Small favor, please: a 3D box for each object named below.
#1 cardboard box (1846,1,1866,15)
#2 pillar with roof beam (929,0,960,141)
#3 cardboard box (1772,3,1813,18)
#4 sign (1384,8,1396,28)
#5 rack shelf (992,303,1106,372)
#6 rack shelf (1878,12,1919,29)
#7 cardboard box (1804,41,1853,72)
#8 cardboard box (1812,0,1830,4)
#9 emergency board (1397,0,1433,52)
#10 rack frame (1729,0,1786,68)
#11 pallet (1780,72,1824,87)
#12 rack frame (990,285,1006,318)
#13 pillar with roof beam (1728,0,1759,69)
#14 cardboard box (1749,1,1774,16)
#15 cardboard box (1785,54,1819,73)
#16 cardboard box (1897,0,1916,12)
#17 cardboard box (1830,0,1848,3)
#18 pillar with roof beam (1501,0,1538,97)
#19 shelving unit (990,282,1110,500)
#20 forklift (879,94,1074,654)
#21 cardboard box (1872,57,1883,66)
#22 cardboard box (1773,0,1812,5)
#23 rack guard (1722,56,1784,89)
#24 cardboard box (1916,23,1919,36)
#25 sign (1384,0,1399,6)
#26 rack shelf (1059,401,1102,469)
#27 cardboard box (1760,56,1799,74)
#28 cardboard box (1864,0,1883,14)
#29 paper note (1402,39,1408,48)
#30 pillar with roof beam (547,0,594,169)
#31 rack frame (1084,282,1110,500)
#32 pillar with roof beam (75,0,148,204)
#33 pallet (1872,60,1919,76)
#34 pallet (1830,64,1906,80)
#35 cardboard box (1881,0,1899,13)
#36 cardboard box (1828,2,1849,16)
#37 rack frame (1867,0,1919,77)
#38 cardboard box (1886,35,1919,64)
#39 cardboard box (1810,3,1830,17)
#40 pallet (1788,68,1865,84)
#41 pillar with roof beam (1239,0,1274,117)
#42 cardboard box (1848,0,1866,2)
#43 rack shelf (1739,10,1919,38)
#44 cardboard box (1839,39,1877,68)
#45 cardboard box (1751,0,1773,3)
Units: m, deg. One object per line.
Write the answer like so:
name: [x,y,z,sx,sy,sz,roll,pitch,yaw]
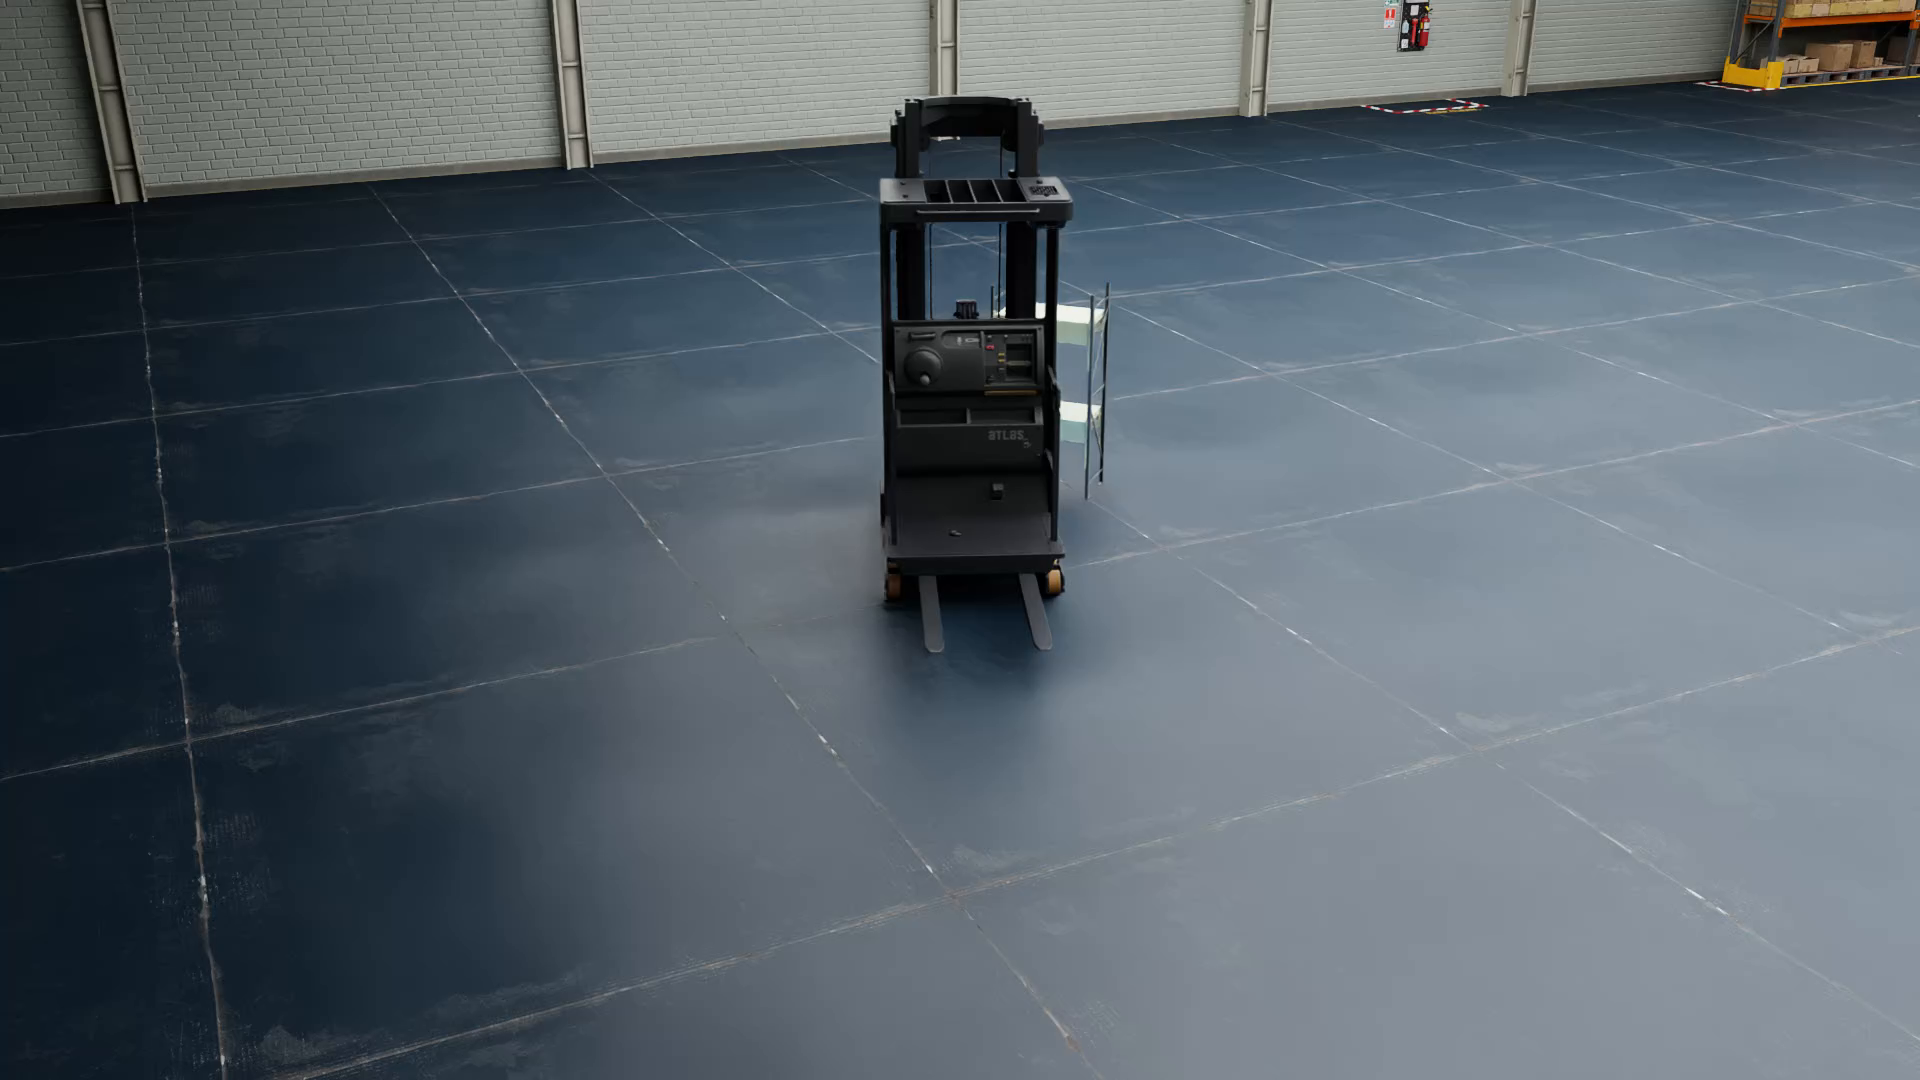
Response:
cardboard box: [17.680,-10.638,33.198,0.500,0.250,0.500,-10,25,-23]
pillar with roof beam: [1.627,-9.187,21.678,0.400,9.000,9.100,-10,25,-24]
cardboard box: [16.301,-10.382,32.578,0.500,0.250,0.500,-11,25,-25]
sign: [7.786,-9.453,30.117,0.234,0.329,0.001,-10,25,-24]
rack shelf: [0.636,-1.463,11.803,0.720,0.370,0.431,8,24,20]
rack shelf: [21.130,-11.133,35.164,4.000,0.370,1.077,-10,25,-24]
cardboard box: [17.582,-9.801,33.699,0.500,0.500,0.700,-12,25,-27]
cardboard box: [16.733,-10.811,32.634,0.500,0.500,0.500,-10,25,-23]
emergency board: [8.329,-9.492,30.260,0.643,1.169,0.194,-10,25,-24]
rack frame: [15.723,-10.470,32.622,0.127,3.000,1.000,-10,25,-24]
pallet: [16.539,-9.317,33.482,1.213,0.211,1.003,-10,25,-24]
rack frame: [0.295,-1.153,12.075,0.023,1.500,0.400,8,24,20]
pillar with roof beam: [17.846,-12.173,28.891,0.400,9.000,9.100,-10,25,-24]
cardboard box: [16.060,-10.554,32.996,0.500,0.250,0.500,-10,25,-23]
cardboard box: [16.899,-9.609,33.483,0.500,0.311,0.500,-8,24,-19]
cardboard box: [19.032,-10.891,33.808,0.500,0.250,0.500,-10,25,-23]
cardboard box: [17.202,-10.894,32.836,0.500,0.500,0.500,-11,25,-25]
pillar with roof beam: [12.440,-11.177,26.487,0.400,9.000,9.100,-10,25,-24]
shelving unit: [0.636,-1.102,11.952,0.755,1.500,0.431,8,24,20]
forklift: [0.072,-1.112,10.104,1.130,2.935,3.031,-1,23,-3]
cardboard box: [18.858,-9.929,34.443,0.250,0.166,0.380,-14,26,-30]
cardboard box: [16.284,-10.732,32.445,0.500,0.500,0.500,-10,25,-24]
rack guard: [15.792,-9.328,33.131,0.348,0.500,1.175,-10,25,-24]
cardboard box: [20.379,-10.731,34.964,0.500,0.250,0.500,-11,25,-25]
sign: [7.794,-9.695,30.010,0.331,0.109,0.001,-10,25,-24]
rack shelf: [0.636,-0.801,12.077,0.720,0.370,0.431,8,24,20]
cardboard box: [16.386,-9.515,33.254,0.500,0.311,0.500,-14,26,-30]
cardboard box: [18.133,-10.722,33.400,0.500,0.250,0.500,-11,25,-24]
paper note: [8.140,-9.080,30.415,0.142,0.148,0.016,-10,25,-24]
pillar with roof beam: [-3.779,-8.192,19.274,0.400,9.000,9.100,-10,25,-24]
rack frame: [0.977,-1.052,11.829,0.023,1.500,0.400,8,24,20]
pillar with roof beam: [-9.186,-7.196,16.869,0.400,9.000,9.100,-10,25,-24]
pallet: [20.028,-9.975,35.071,1.213,0.211,1.003,-10,25,-24]
pallet: [18.738,-9.722,34.460,1.213,0.211,1.003,-10,25,-24]
cardboard box: [18.580,-10.811,33.615,0.500,0.250,0.500,-10,25,-23]
cardboard box: [17.224,-10.555,32.997,0.500,0.250,0.500,-11,25,-24]
rack frame: [19.327,-11.134,34.225,0.127,3.000,1.000,-10,25,-24]
cardboard box: [19.984,-10.310,34.928,0.500,0.500,0.700,-10,24,-22]
cardboard box: [16.762,-10.473,32.798,0.500,0.250,0.500,-11,25,-25]
pallet: [17.637,-9.518,33.967,1.213,0.211,1.003,-10,25,-24]
pillar with roof beam: [7.033,-10.182,24.082,0.400,9.000,9.100,-10,25,-24]
cardboard box: [17.662,-10.984,33.053,0.500,0.500,0.500,-10,24,-22]
rack shelf: [17.525,-10.470,33.561,4.000,0.370,1.077,-10,25,-24]
cardboard box: [18.410,-9.996,34.170,0.500,0.500,0.500,-12,26,-28]
cardboard box: [16.056,-10.908,32.869,0.500,0.500,0.500,-11,25,-24]
